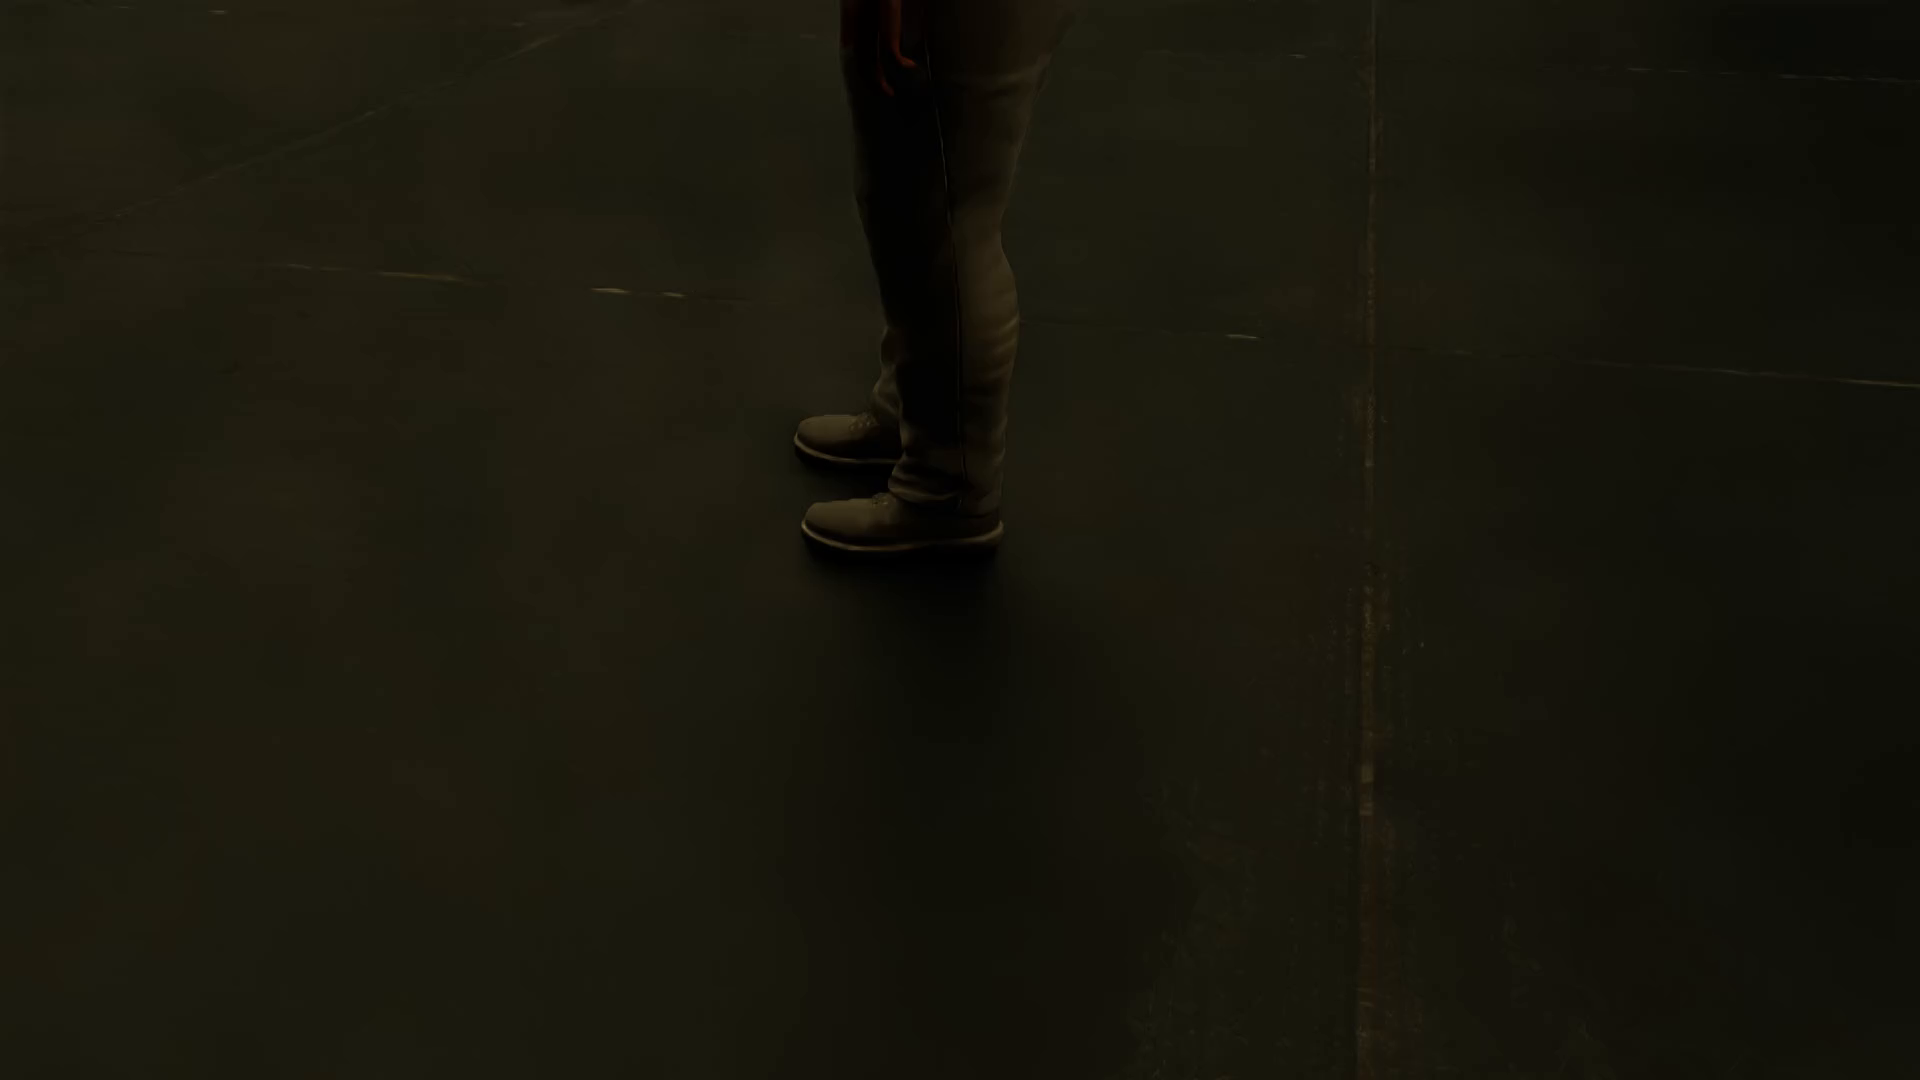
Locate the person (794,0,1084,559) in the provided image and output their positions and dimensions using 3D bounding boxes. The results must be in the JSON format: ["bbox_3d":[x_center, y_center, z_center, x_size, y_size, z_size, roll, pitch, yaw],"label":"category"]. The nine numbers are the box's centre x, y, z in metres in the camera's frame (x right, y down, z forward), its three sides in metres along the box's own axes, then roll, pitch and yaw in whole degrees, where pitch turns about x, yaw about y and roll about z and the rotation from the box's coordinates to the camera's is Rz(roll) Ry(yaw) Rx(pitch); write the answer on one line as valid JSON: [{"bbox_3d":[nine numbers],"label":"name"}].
[{"bbox_3d":[-0.070,-0.768,2.156,0.529,1.669,0.598,6,27,11],"label":"person"}]
